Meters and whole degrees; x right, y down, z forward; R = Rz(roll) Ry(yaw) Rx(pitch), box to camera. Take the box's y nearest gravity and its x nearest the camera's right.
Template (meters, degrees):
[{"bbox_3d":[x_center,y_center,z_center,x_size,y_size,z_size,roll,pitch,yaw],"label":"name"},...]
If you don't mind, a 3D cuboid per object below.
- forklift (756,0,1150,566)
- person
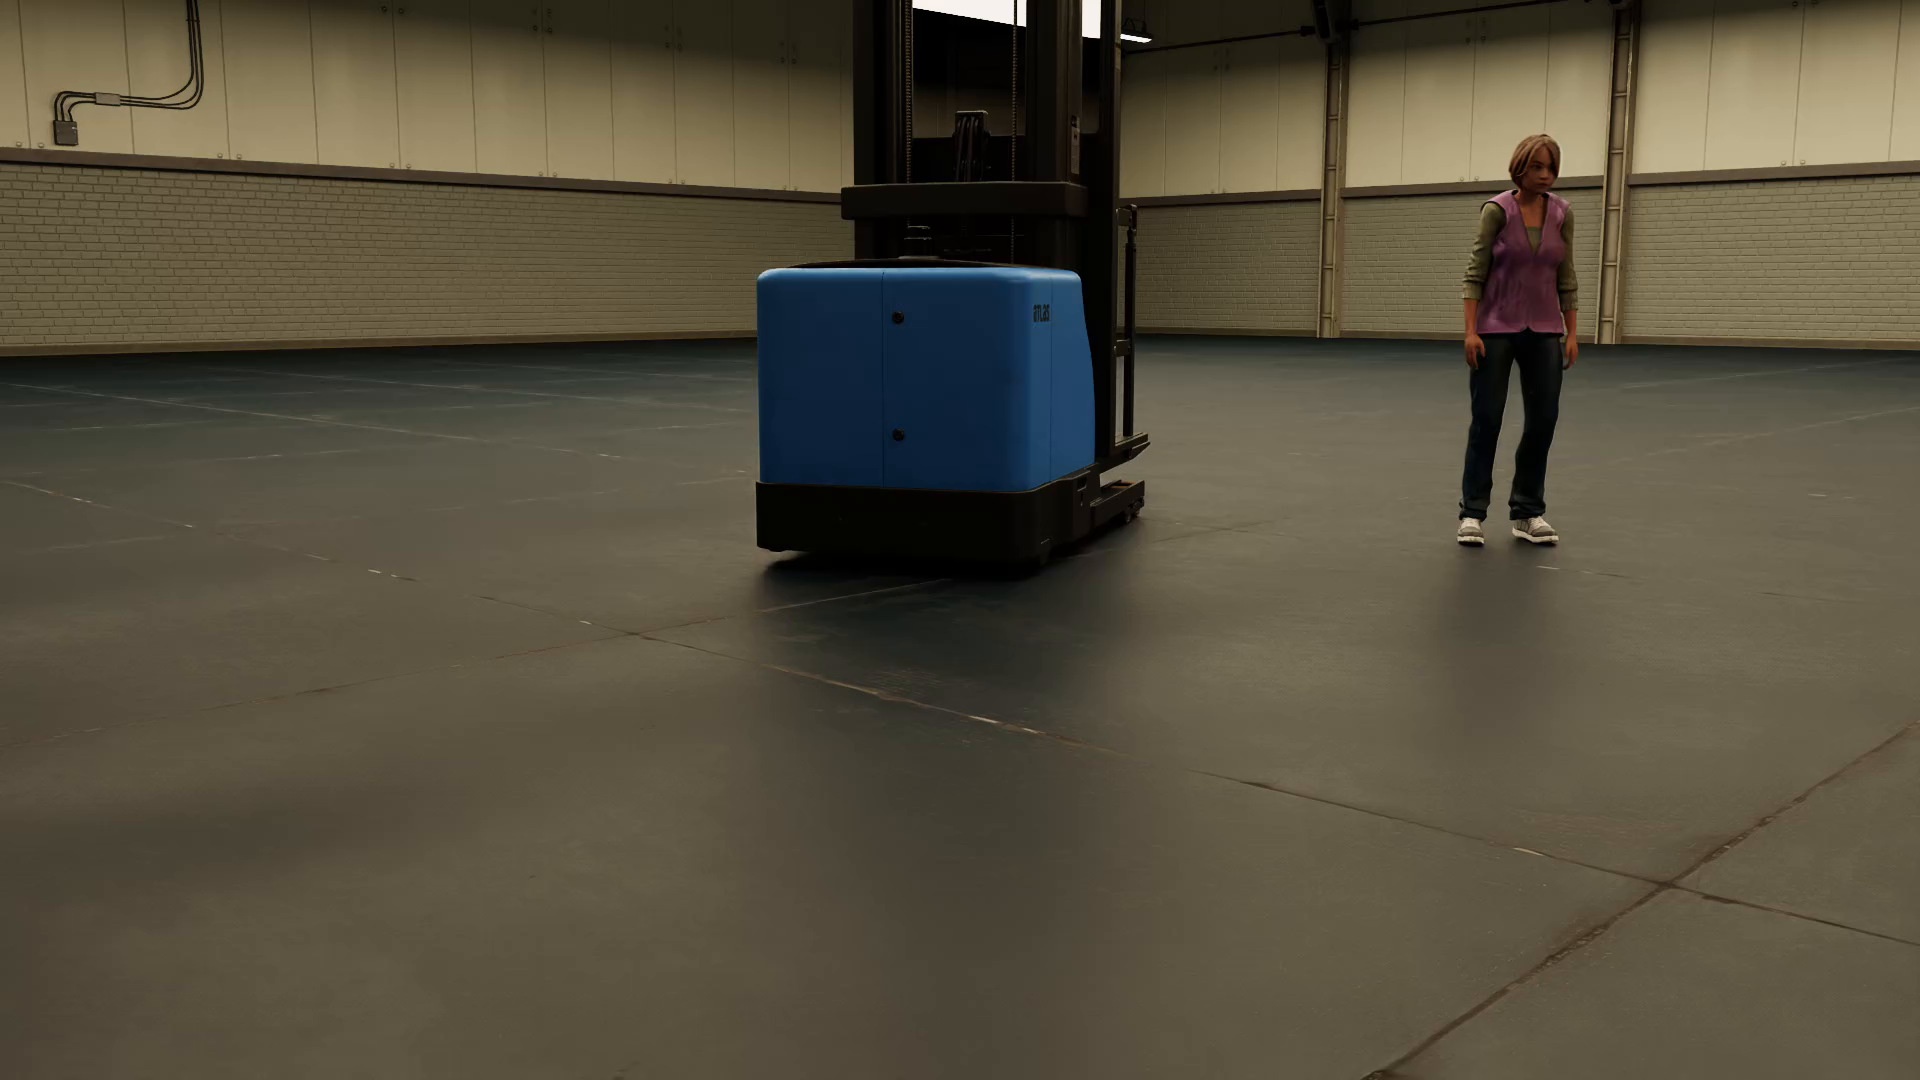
[{"bbox_3d":[0.192,-1.538,7.089,1.130,2.935,3.031,3,9,18],"label":"forklift"},{"bbox_3d":[2.214,-0.786,6.588,0.465,1.593,0.344,0,9,-1],"label":"person"}]
